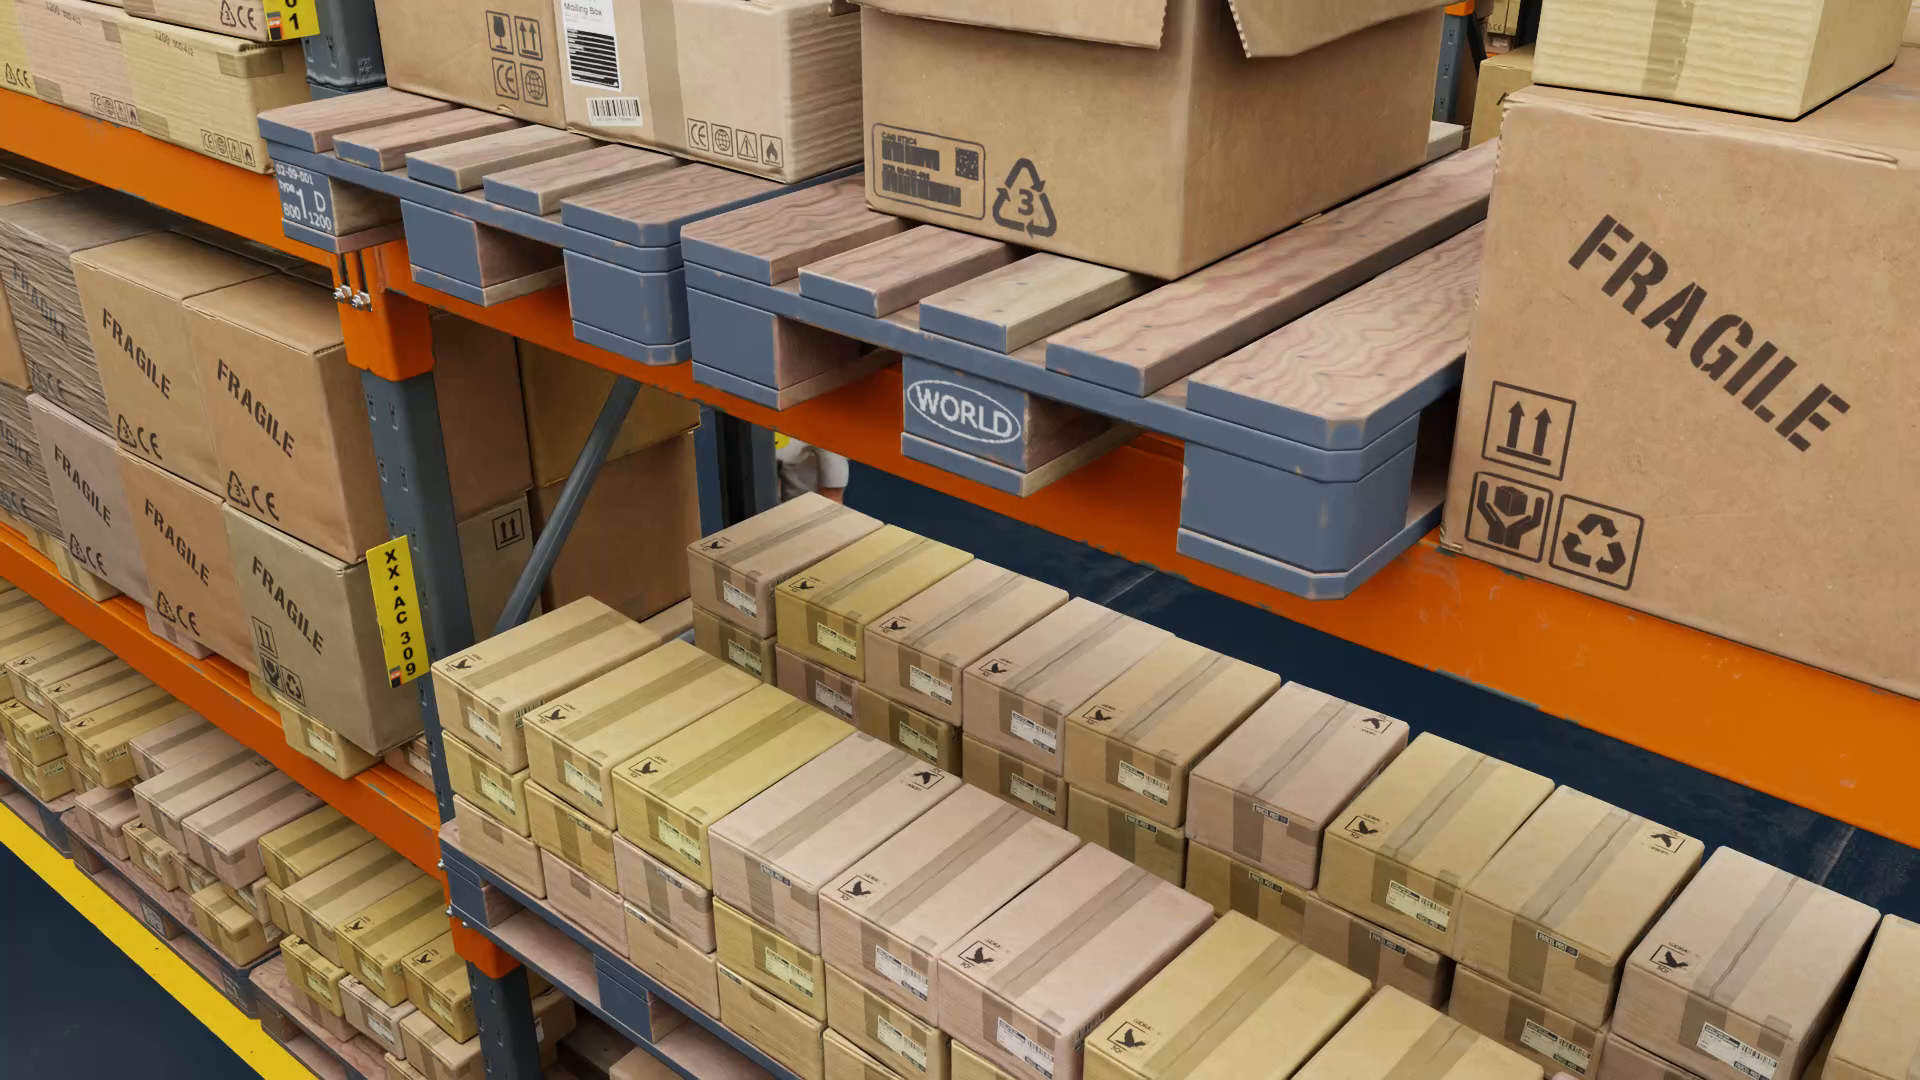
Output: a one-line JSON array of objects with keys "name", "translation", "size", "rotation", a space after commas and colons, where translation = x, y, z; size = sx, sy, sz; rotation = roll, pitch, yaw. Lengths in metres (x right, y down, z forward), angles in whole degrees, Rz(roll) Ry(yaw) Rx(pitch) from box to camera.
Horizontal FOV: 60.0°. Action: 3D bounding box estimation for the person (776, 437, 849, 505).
[{"name": "person", "translation": [-0.553, 0.061, 6.007], "size": [0.414, 1.692, 0.481], "rotation": [-14, 31, -25]}]
